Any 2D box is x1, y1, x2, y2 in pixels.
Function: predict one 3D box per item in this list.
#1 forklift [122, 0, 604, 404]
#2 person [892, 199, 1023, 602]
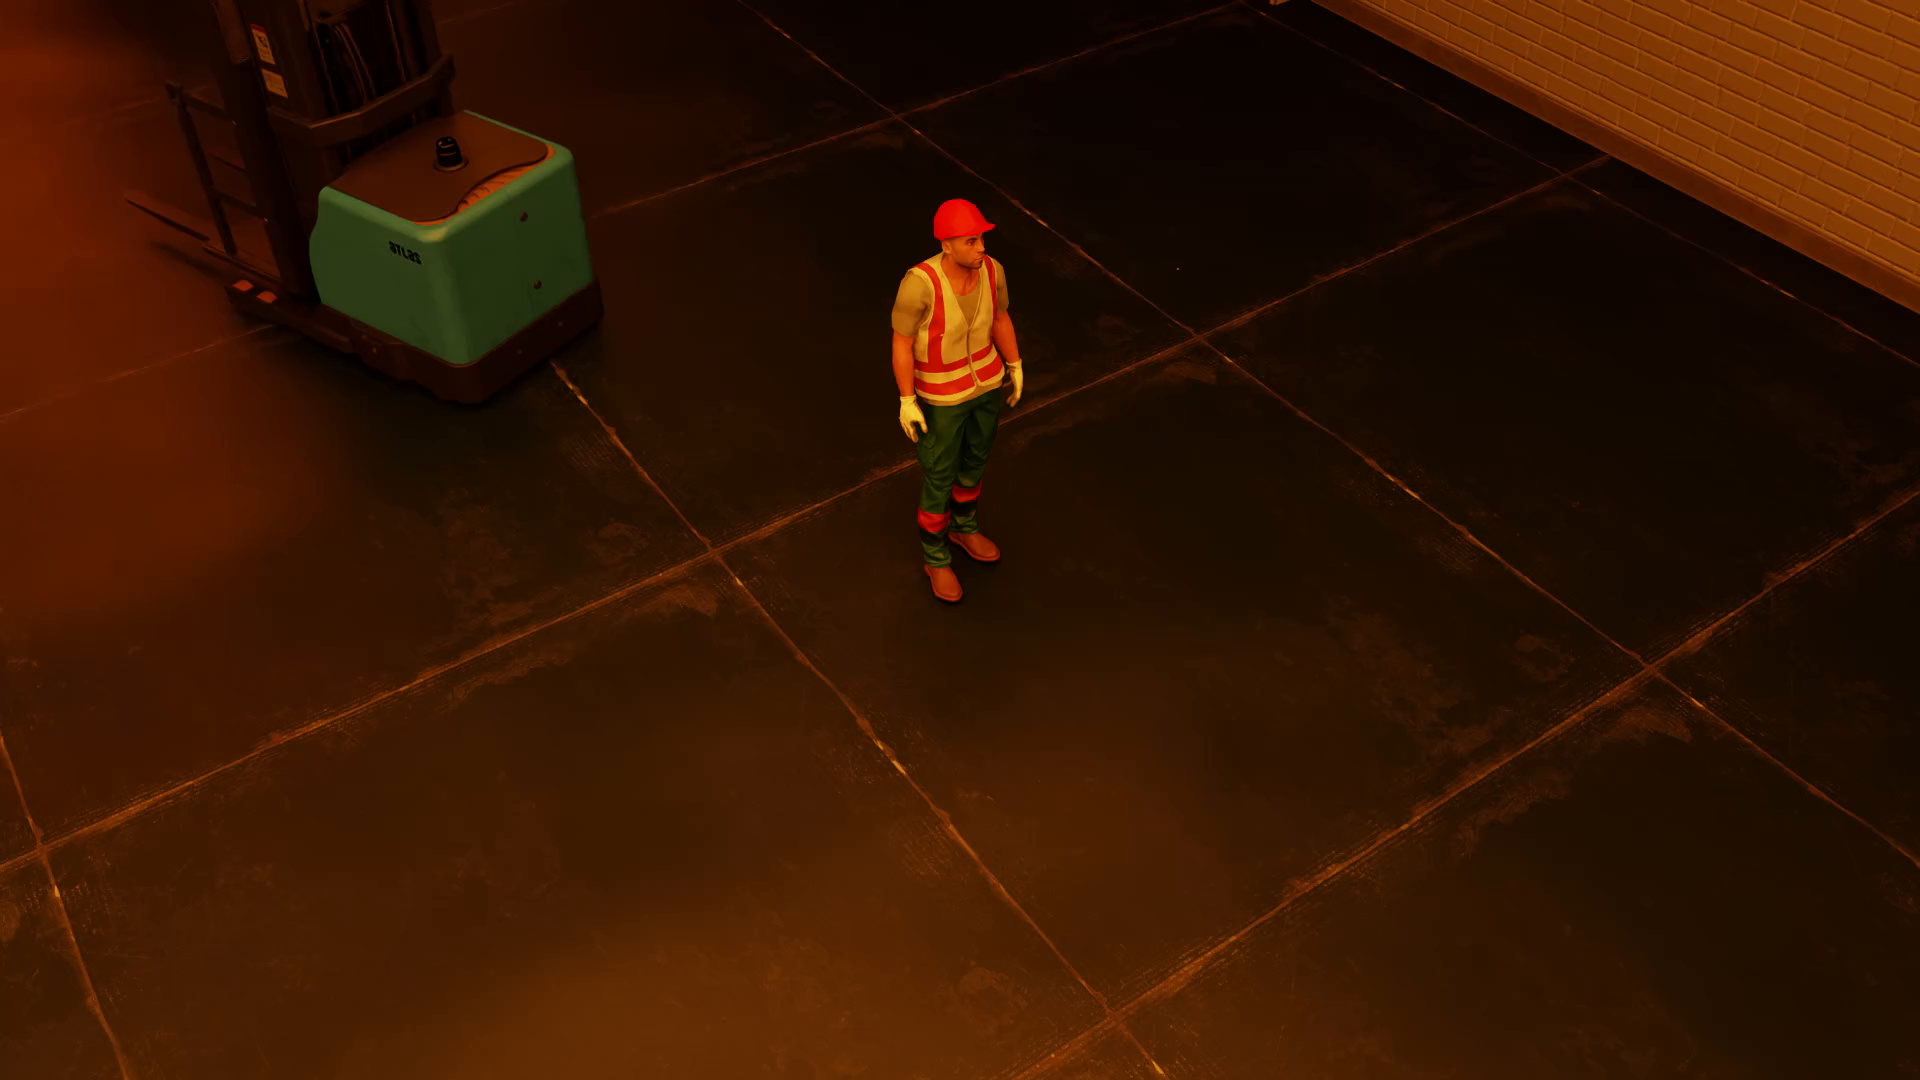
[{"bbox_3d":[-3.465,-2.557,8.490,3.031,2.935,1.130,24,48,24],"label":"forklift"},{"bbox_3d":[0.036,-0.614,7.213,0.637,1.790,0.562,-25,48,-25],"label":"person"}]
